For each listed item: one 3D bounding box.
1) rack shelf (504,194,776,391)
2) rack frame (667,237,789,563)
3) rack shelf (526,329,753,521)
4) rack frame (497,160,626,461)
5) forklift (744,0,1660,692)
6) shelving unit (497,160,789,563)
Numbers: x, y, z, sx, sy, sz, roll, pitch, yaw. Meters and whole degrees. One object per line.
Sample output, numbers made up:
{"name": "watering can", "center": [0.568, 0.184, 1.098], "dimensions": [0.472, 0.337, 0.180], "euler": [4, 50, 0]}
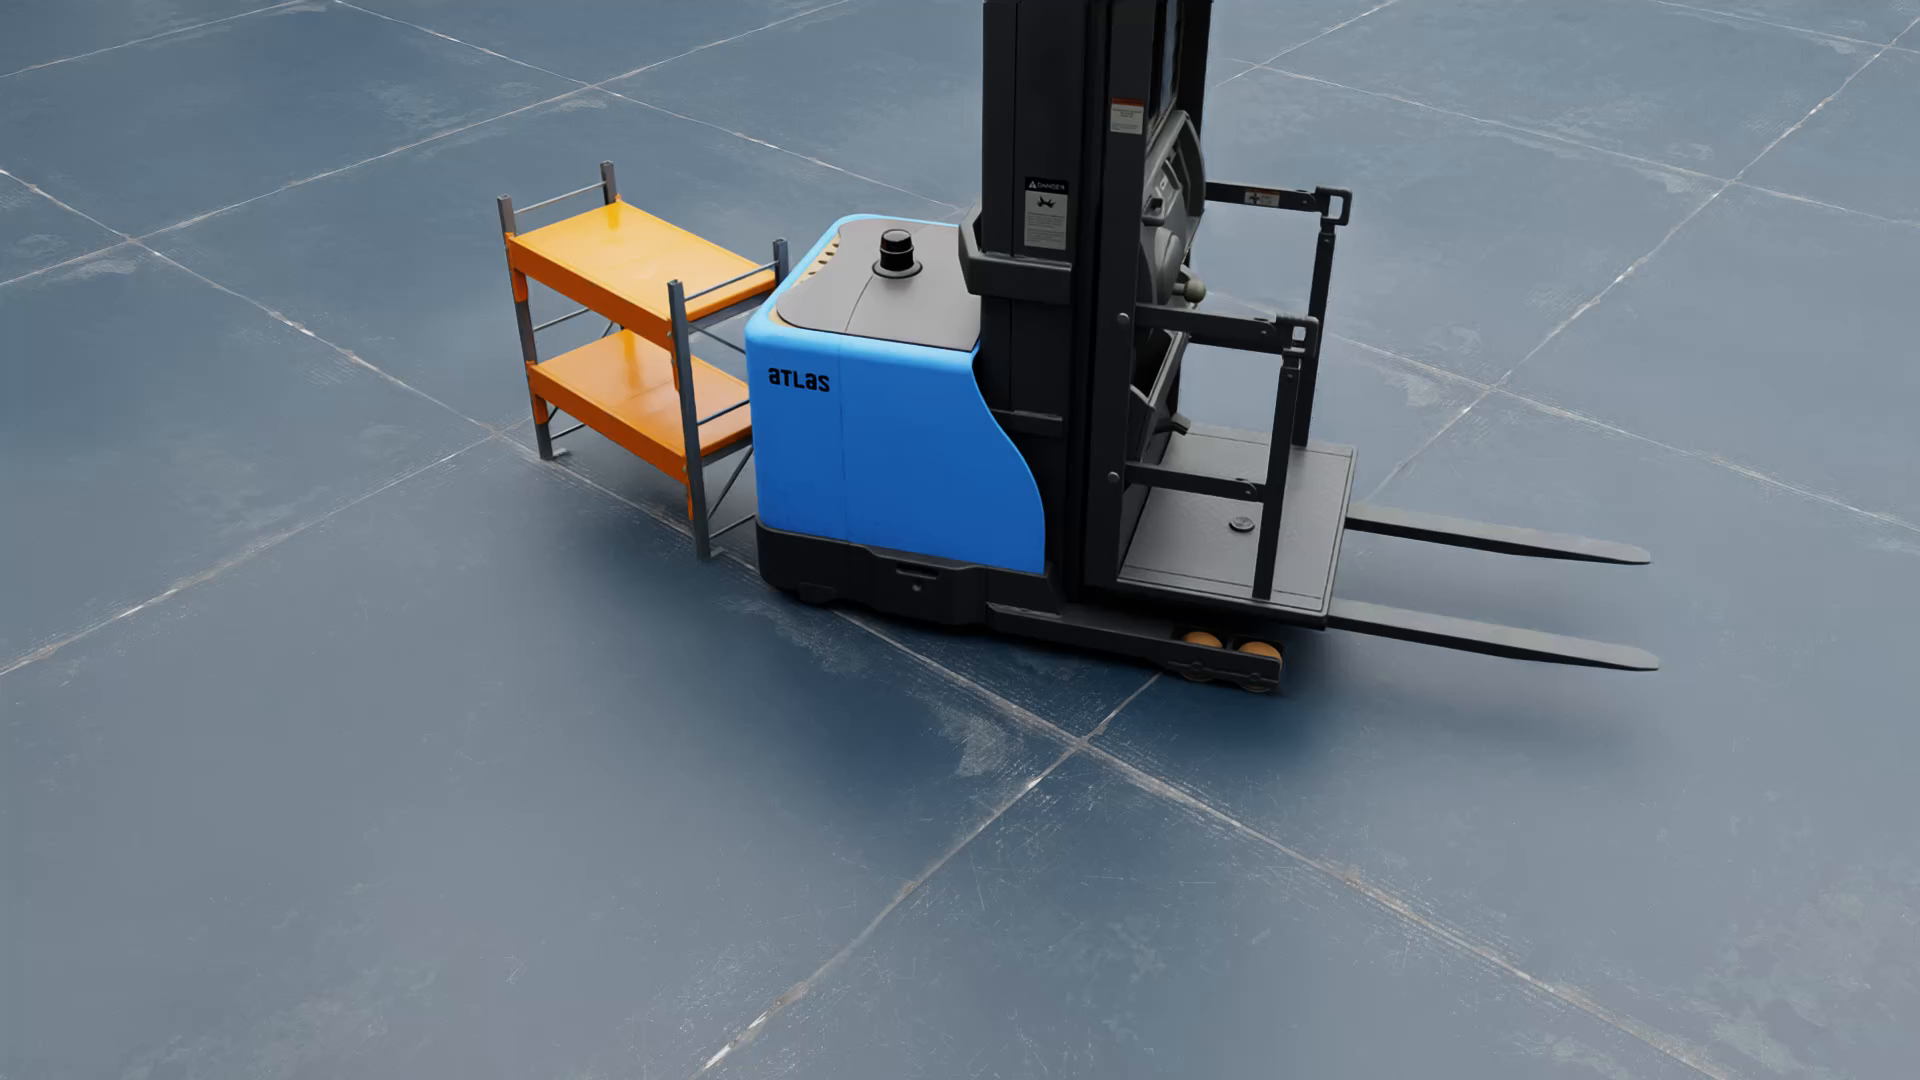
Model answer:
{"name": "rack shelf", "center": [-1.149, -0.928, 6.090], "dimensions": [1.000, 0.278, 0.538], "euler": [29, 44, 35]}
{"name": "rack frame", "center": [-0.786, -0.485, 5.963], "dimensions": [0.032, 1.125, 0.500], "euler": [29, 44, 35]}
{"name": "rack shelf", "center": [-1.149, -0.485, 6.394], "dimensions": [1.000, 0.278, 0.538], "euler": [29, 44, 35]}
{"name": "rack frame", "center": [-1.513, -0.888, 6.549], "dimensions": [0.032, 1.125, 0.500], "euler": [29, 44, 35]}
{"name": "forklift", "center": [0.856, -1.040, 5.176], "dimensions": [3.031, 2.935, 1.130], "euler": [10, 36, 14]}
{"name": "shelving unit", "center": [-1.149, -0.686, 6.256], "dimensions": [1.048, 1.125, 0.538], "euler": [29, 44, 35]}
